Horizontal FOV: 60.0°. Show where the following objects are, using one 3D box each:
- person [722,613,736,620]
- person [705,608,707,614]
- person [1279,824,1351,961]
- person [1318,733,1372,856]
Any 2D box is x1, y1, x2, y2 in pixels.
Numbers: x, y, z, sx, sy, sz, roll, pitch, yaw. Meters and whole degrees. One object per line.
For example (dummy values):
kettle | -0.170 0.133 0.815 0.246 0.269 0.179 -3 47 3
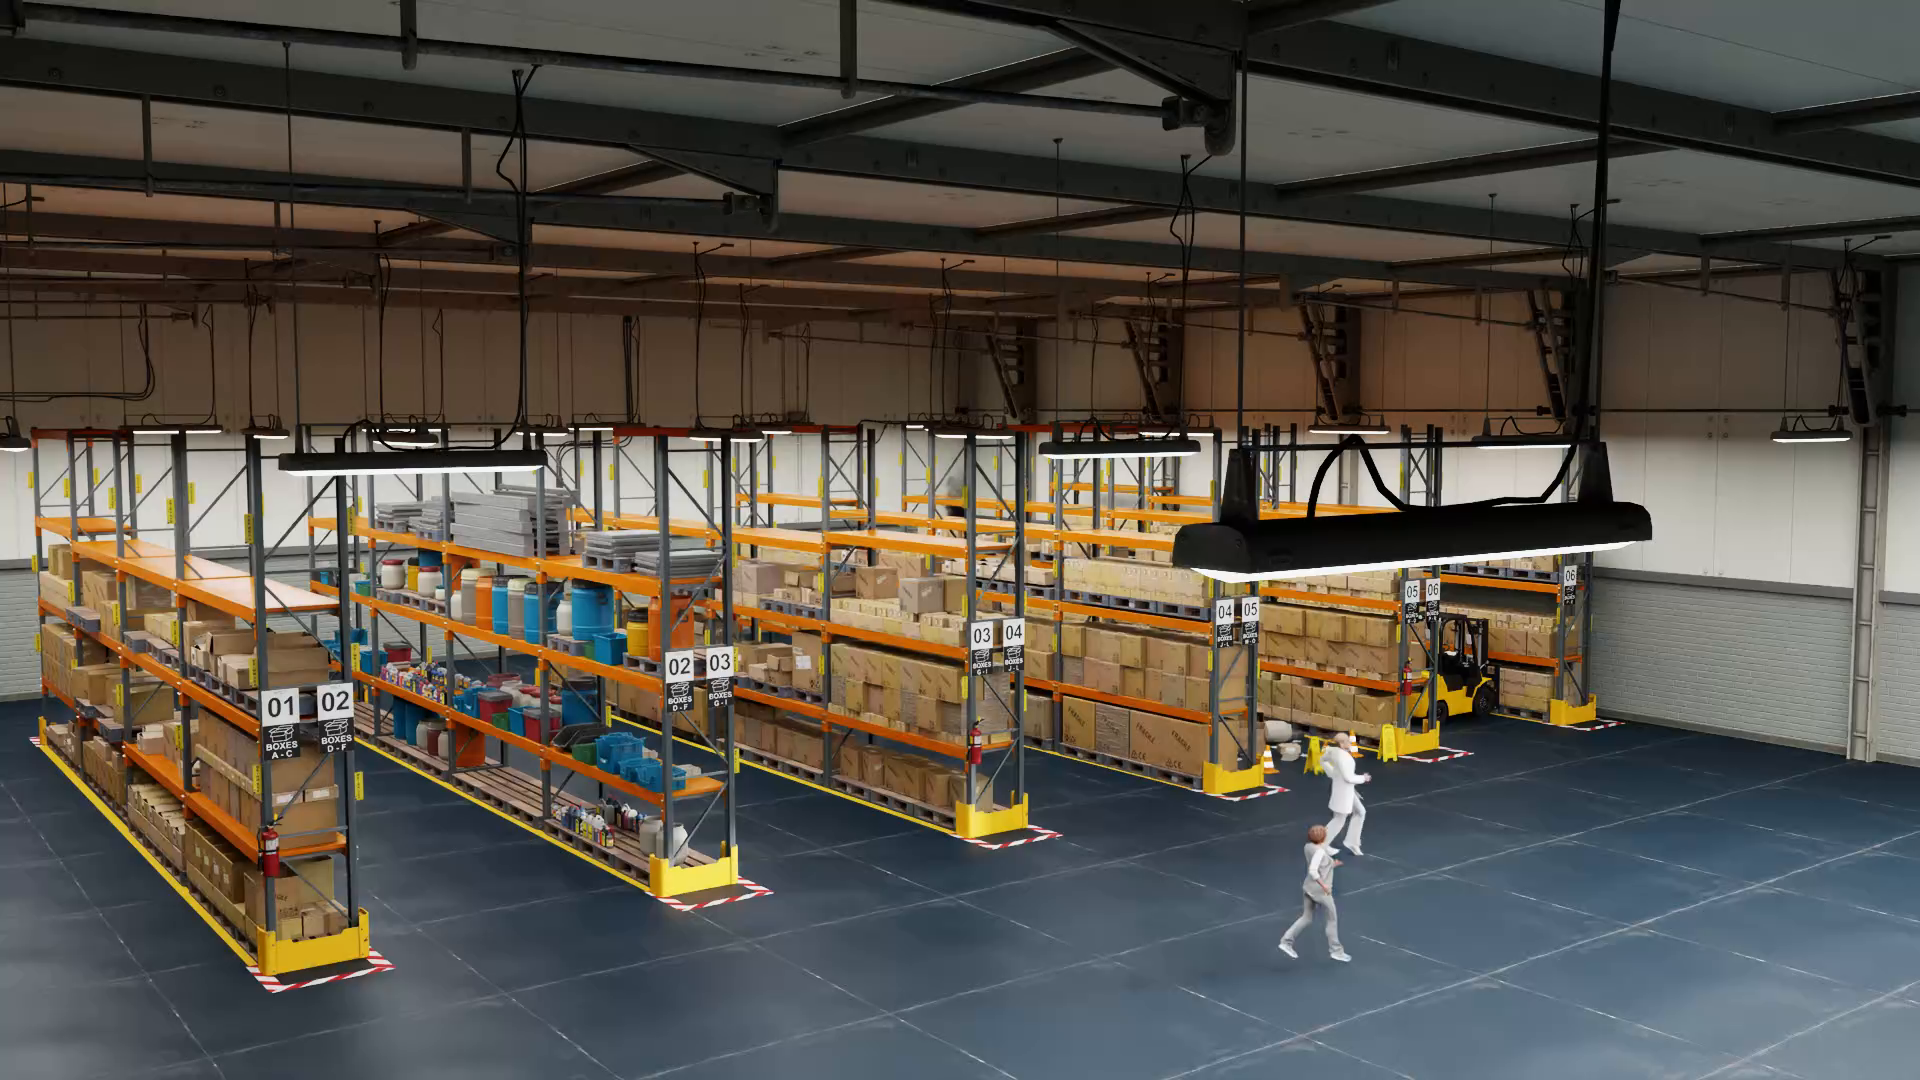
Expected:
person | -5.764 2.152 41.670 0.888 1.655 0.723 0 4 -2
person | -5.803 2.404 38.566 0.684 1.813 0.892 -3 5 -33
person | 4.056 4.023 18.915 0.878 1.596 0.531 -2 5 -19
person | 5.402 3.623 23.538 0.826 1.816 0.713 0 4 6
